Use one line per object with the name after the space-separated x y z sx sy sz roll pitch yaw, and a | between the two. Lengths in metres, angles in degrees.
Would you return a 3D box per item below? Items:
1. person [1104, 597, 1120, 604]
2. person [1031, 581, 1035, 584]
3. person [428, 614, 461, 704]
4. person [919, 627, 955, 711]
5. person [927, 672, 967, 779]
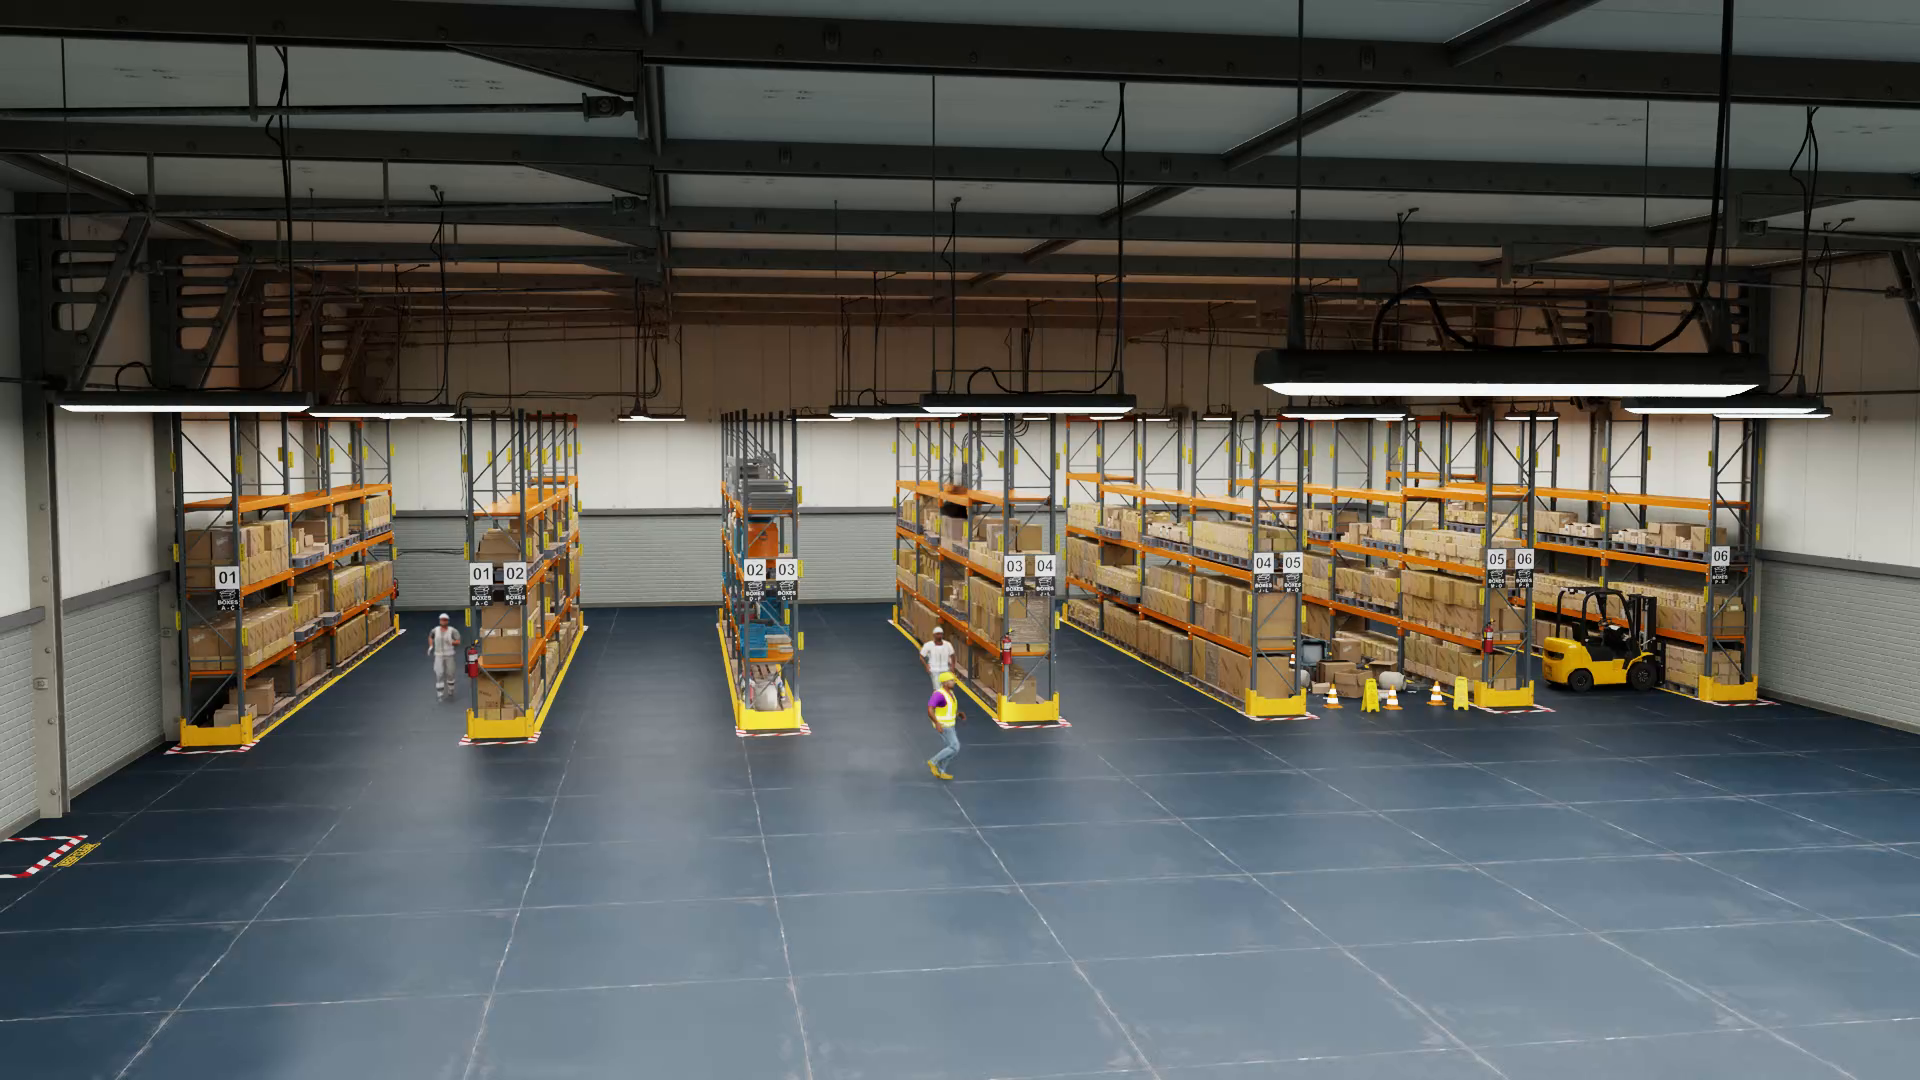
4.437 1.378 49.895 0.700 1.732 0.933 -4 5 -42 | person
2.195 1.533 49.317 0.721 1.498 0.509 3 5 37 | person
-10.625 2.406 34.276 0.659 1.787 0.980 -1 4 -12 | person
-0.448 2.568 32.842 0.741 1.725 0.696 -1 4 -19 | person
-0.208 2.987 26.793 0.573 1.730 0.710 1 4 16 | person
